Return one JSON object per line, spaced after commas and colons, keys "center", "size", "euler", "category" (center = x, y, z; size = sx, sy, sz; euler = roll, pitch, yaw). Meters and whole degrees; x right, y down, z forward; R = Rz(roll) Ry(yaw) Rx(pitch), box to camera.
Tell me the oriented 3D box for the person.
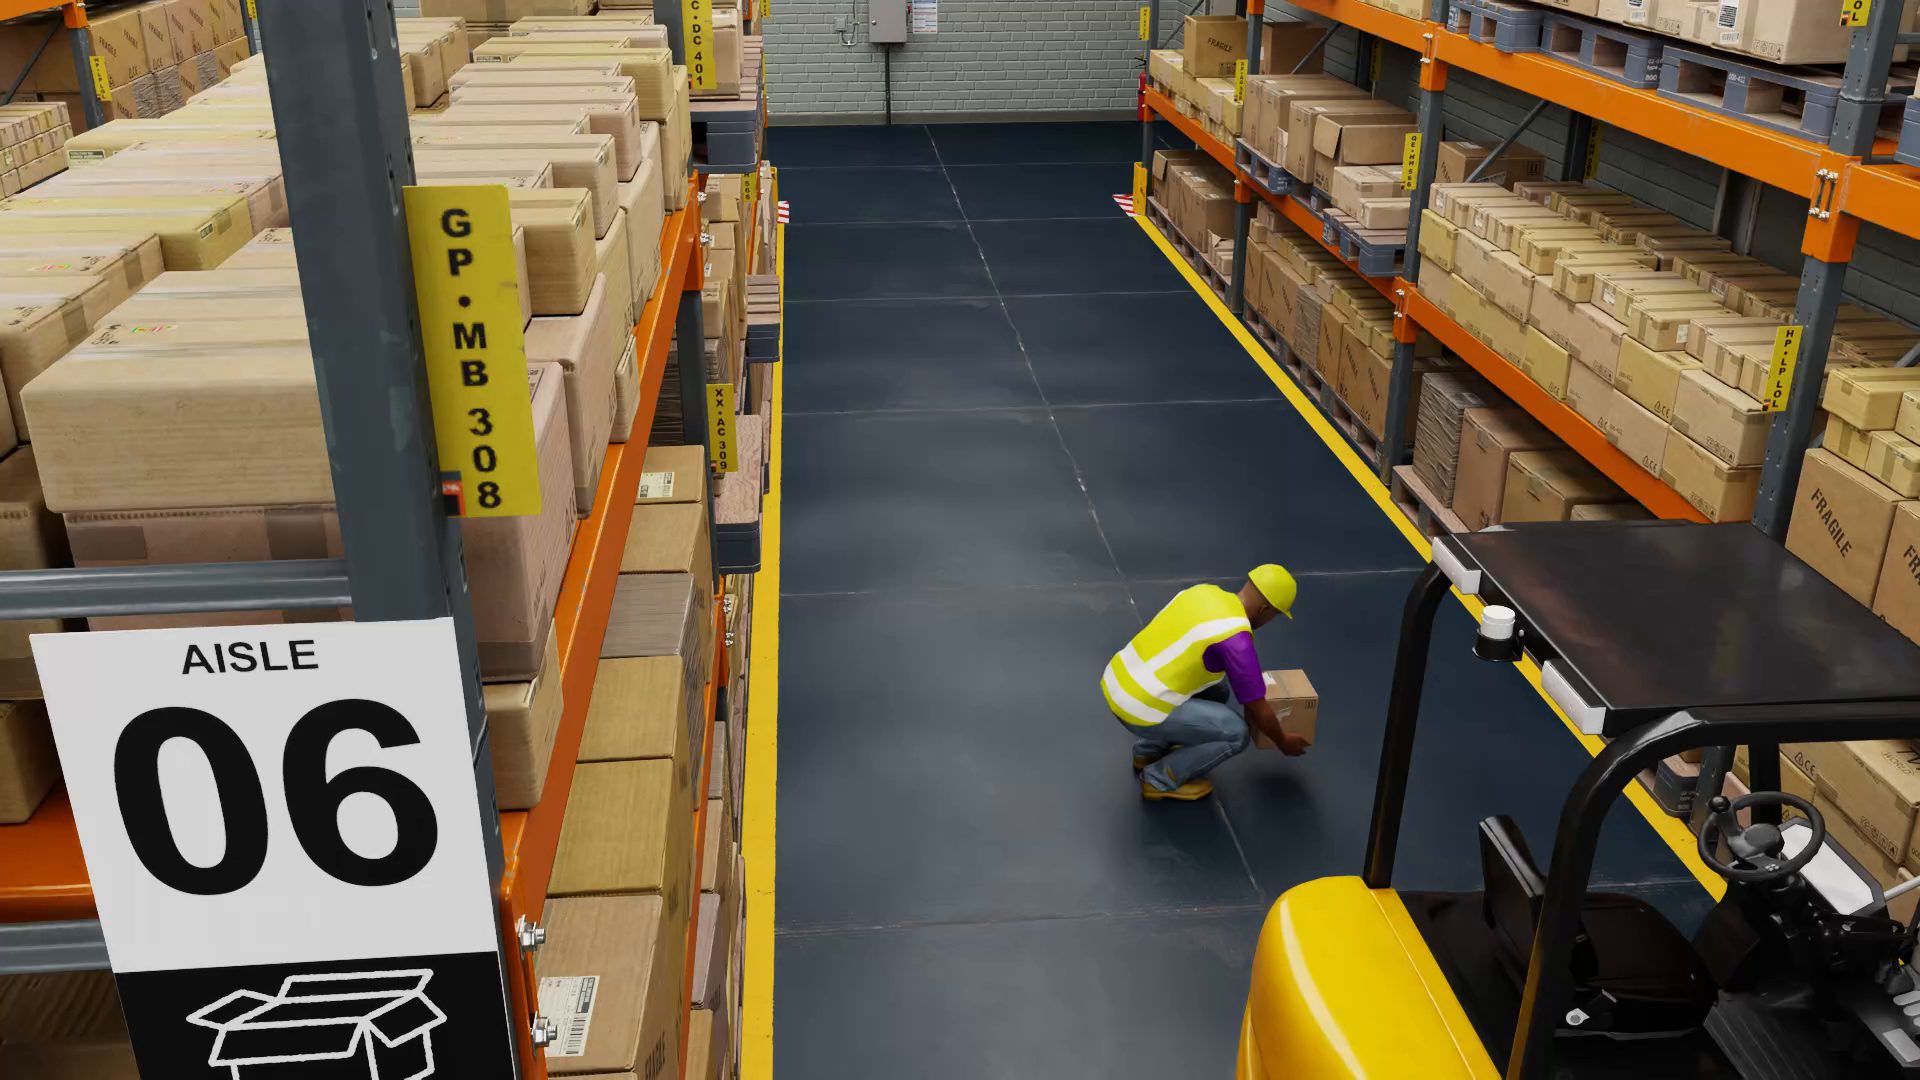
{"center": [1.065, 0.589, 7.196], "size": [0.881, 0.994, 0.588], "euler": [-2, 24, -5], "category": "person"}
